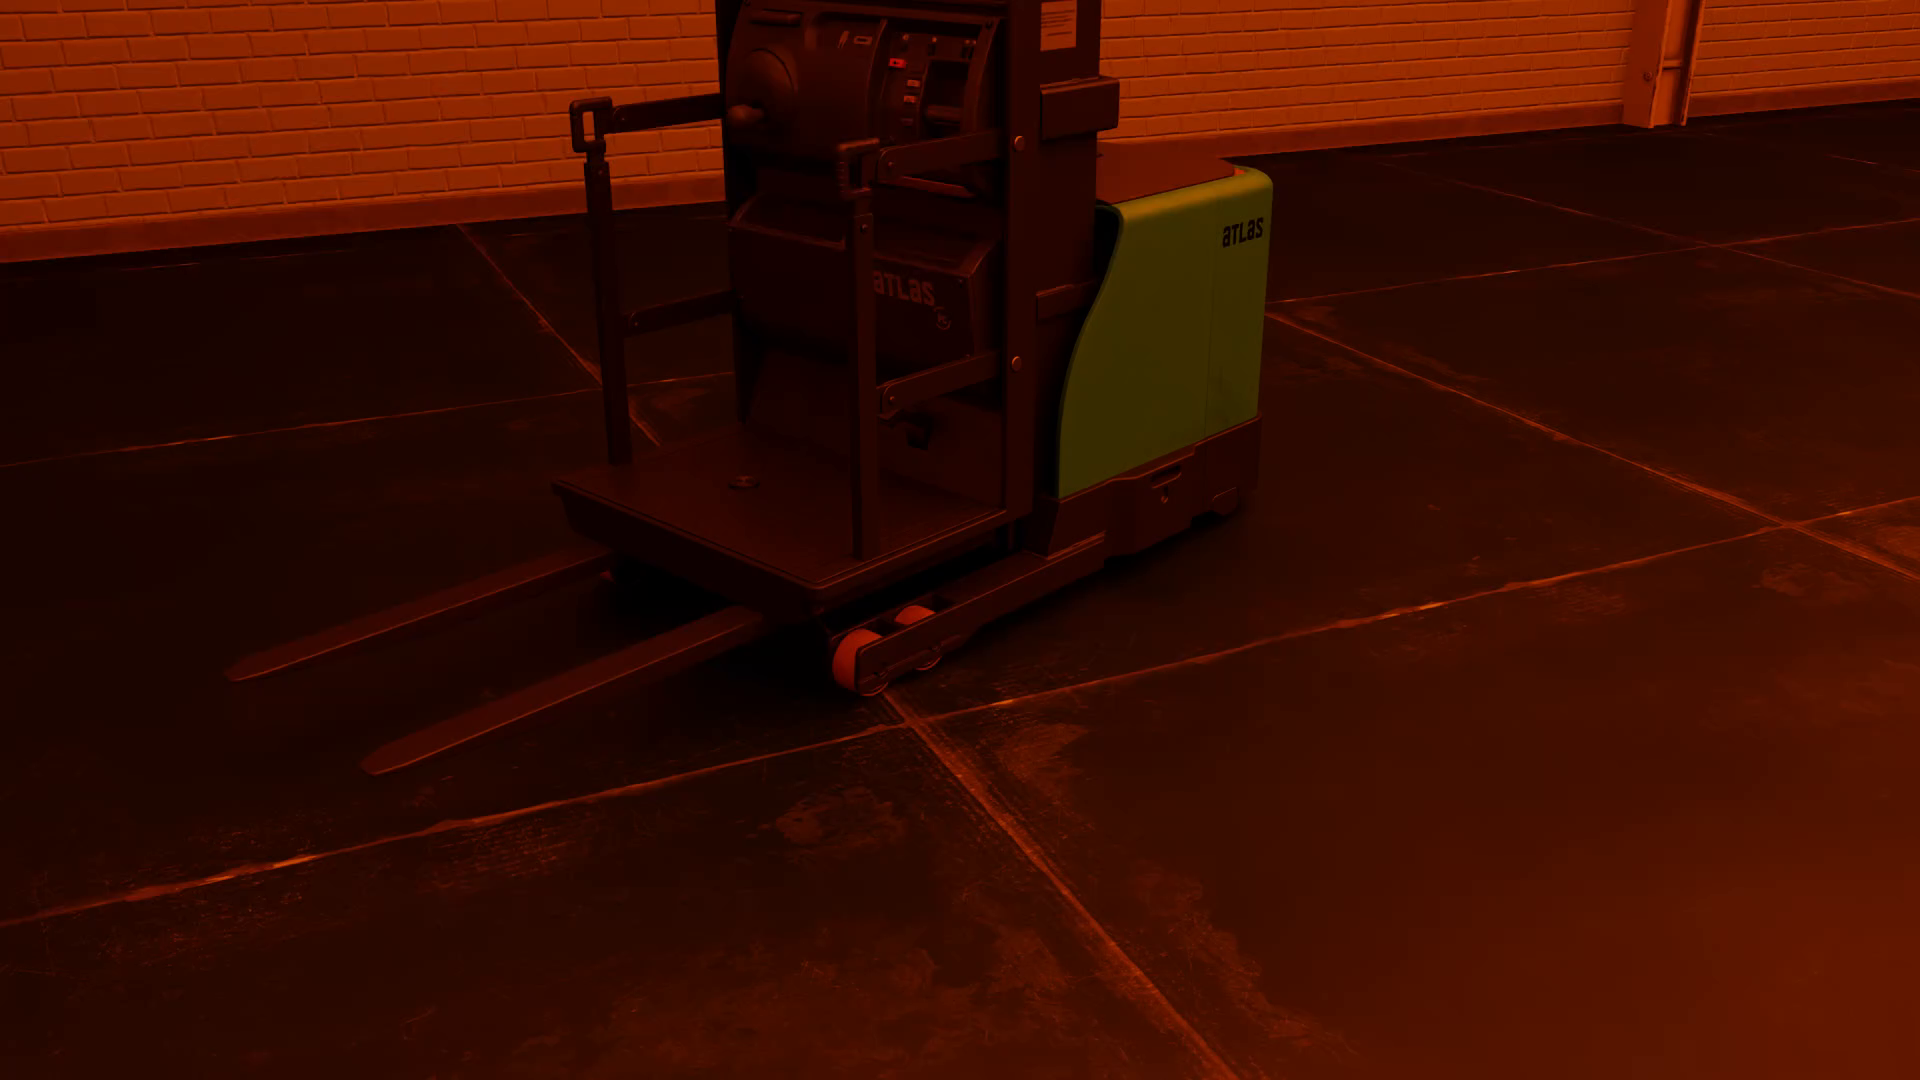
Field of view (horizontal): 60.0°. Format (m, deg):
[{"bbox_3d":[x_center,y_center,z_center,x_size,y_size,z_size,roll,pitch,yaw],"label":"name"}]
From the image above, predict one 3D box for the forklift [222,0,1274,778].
[{"bbox_3d":[-0.413,-1.182,4.131,1.130,2.935,3.031,19,29,39],"label":"forklift"}]
